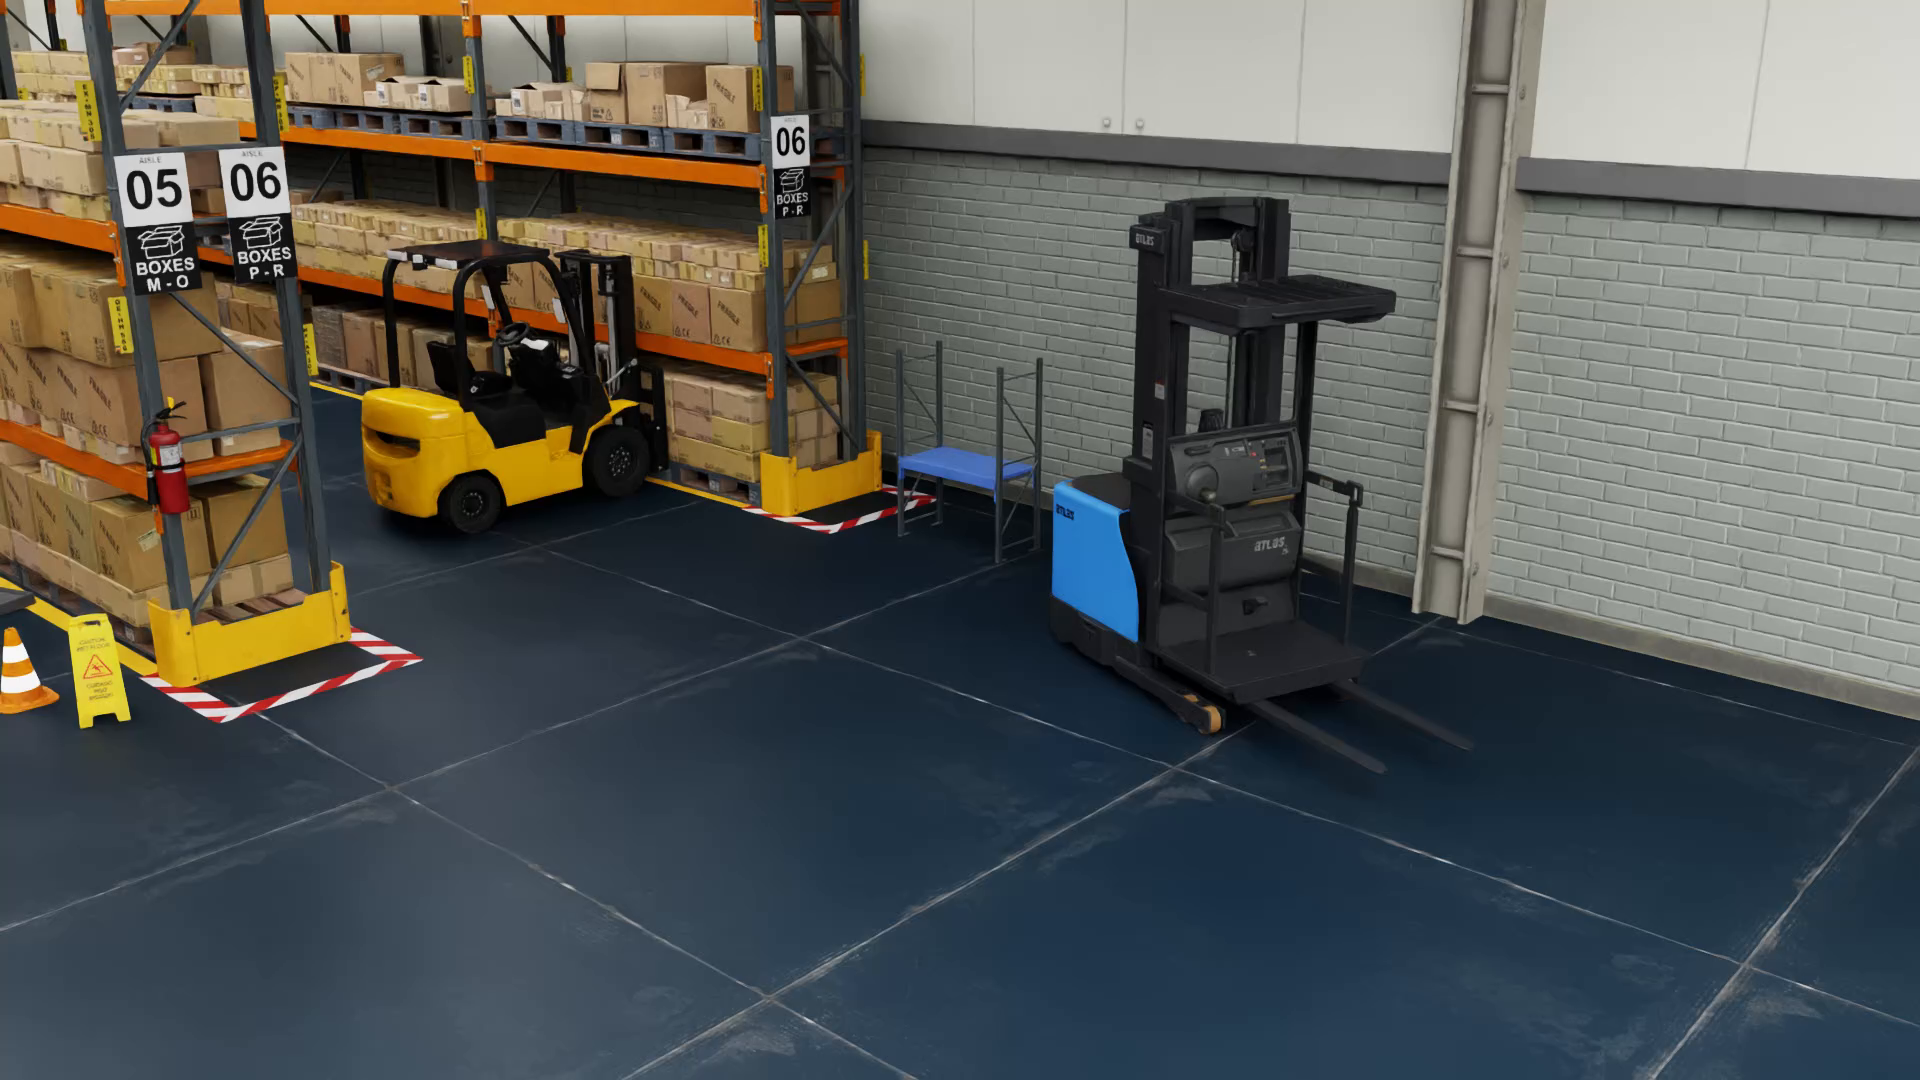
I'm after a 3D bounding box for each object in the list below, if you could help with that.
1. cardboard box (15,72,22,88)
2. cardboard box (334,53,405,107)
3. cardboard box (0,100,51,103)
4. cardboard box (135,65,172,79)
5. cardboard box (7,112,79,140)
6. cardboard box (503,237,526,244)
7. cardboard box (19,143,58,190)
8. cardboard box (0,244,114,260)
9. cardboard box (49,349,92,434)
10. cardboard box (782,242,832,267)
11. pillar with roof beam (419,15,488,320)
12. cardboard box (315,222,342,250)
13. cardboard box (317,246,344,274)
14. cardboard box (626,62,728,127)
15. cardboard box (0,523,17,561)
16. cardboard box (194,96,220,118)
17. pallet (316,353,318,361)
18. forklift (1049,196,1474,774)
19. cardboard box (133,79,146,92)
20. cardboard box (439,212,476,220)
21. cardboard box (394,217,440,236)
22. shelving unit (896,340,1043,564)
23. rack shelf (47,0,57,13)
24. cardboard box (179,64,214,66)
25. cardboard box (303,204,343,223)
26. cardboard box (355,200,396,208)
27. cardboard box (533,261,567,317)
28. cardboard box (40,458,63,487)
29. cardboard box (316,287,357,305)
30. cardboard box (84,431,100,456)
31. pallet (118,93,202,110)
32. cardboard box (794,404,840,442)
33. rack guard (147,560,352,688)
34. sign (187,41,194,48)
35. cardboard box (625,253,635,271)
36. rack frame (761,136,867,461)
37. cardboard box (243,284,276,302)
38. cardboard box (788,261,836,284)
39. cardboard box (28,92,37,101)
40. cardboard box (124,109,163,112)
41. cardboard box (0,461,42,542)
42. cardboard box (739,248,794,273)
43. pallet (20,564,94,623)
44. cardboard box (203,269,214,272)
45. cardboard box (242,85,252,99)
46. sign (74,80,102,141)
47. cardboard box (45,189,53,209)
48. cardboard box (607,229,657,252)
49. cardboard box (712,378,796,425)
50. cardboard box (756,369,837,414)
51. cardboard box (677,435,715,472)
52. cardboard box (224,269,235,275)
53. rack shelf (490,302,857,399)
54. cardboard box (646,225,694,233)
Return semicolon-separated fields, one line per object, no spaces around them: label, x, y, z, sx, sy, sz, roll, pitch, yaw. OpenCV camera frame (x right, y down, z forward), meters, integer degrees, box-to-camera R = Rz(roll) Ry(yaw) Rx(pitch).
cardboard box;-12.608;-6.251;22.647;0.500;0.250;0.500;16;23;40
cardboard box;-6.028;-4.713;17.021;0.500;0.500;0.500;16;23;41
cardboard box;-6.842;-3.107;12.082;0.250;0.149;0.380;14;23;38
cardboard box;-9.610;-5.593;19.881;0.250;0.149;0.380;15;23;38
cardboard box;-5.809;-2.634;10.589;0.250;0.149;0.380;14;22;38
cardboard box;-4.114;-2.823;15.811;0.250;0.149;0.380;15;23;38
cardboard box;-5.406;-2.309;10.226;0.500;0.250;0.500;15;23;39
cardboard box;-6.109;-1.696;11.188;0.500;0.500;0.700;15;23;39
cardboard box;-5.438;-1.001;10.649;0.500;0.500;0.500;15;23;39
cardboard box;-1.295;-2.401;13.990;0.250;0.149;0.380;14;23;38
pillar with roof beam;-8.453;-5.221;14.686;0.400;9.000;9.100;15;23;39
cardboard box;-6.626;-3.315;18.019;0.500;0.250;0.500;16;24;41
cardboard box;-6.627;-3.075;18.090;0.500;0.250;0.500;14;23;38
cardboard box;-2.378;-3.774;14.061;0.500;0.500;0.700;15;23;40
cardboard box;-6.801;-0.072;12.230;0.500;0.250;0.500;17;24;42
cardboard box;-8.465;-5.001;19.199;0.500;0.250;0.500;15;23;39
pallet;-7.703;-2.222;19.765;1.213;0.211;1.003;15;23;39
forklift;1.735;-0.432;9.629;1.130;2.935;3.031;-9;20;-27
cardboard box;-9.644;-5.445;19.908;0.250;0.149;0.380;15;23;40
cardboard box;-5.216;-3.334;17.420;0.250;0.149;0.380;15;23;39
cardboard box;-5.556;-3.215;17.046;0.250;0.149;0.380;15;23;40
shelving unit;0.064;-0.698;12.831;1.048;1.500;0.538;15;23;39
rack shelf;-11.657;-7.113;21.842;4.000;0.370;1.077;15;23;39
cardboard box;-9.270;-5.713;20.259;0.250;0.149;0.380;16;24;41
cardboard box;-6.926;-3.566;18.152;0.250;0.149;0.380;16;23;40
cardboard box;-6.522;-3.703;18.584;0.250;0.149;0.380;16;23;41
cardboard box;-3.618;-2.389;15.514;0.500;0.500;0.500;16;23;40
cardboard box;-5.951;-0.484;11.217;0.250;0.149;0.380;16;24;42
cardboard box;-7.352;-2.886;19.613;0.250;0.149;0.380;17;24;42
cardboard box;-5.340;-0.652;10.623;0.250;0.149;0.380;15;23;38
pallet;-9.720;-5.390;20.487;1.003;0.211;1.213;15;23;39
cardboard box;-1.399;-1.056;14.505;0.500;0.250;0.500;16;23;40
rack guard;-4.534;0.513;10.668;0.348;0.500;1.175;15;23;39
sign;-9.795;-6.186;21.181;0.005;0.325;0.100;15;23;39
cardboard box;-2.734;-2.472;14.706;0.250;0.149;0.380;15;23;39
rack frame;-1.186;-1.787;13.783;0.127;3.000;1.000;15;23;39
cardboard box;-8.266;-2.927;19.741;0.250;0.149;0.380;16;24;41
cardboard box;-1.267;-2.270;14.069;0.250;0.149;0.380;14;23;38
cardboard box;-12.356;-5.966;22.409;0.250;0.149;0.380;15;23;39
cardboard box;-5.482;-2.748;10.950;0.250;0.149;0.380;16;24;41
cardboard box;-6.412;-0.324;11.786;0.500;0.500;0.500;17;24;42
cardboard box;-1.593;-2.310;13.701;0.250;0.149;0.380;15;23;39
pallet;-6.027;0.235;12.023;1.213;0.211;1.003;15;23;39
cardboard box;-9.611;-3.295;20.901;0.250;0.149;0.380;14;22;36
cardboard box;-7.775;-5.015;18.584;0.250;0.149;0.380;14;23;38
sign;-4.861;-2.393;9.271;0.005;0.325;0.100;15;23;39
cardboard box;-5.459;-2.151;10.387;0.250;0.149;0.380;15;23;40
cardboard box;-2.922;-2.671;14.839;0.250;0.149;0.380;15;23;39
cardboard box;-1.737;-1.175;14.053;0.500;0.250;0.500;16;24;41
cardboard box;-1.420;-1.292;14.423;0.500;0.250;0.500;15;23;38
cardboard box;-2.112;-0.801;14.529;0.500;0.250;0.500;15;23;39
cardboard box;-9.097;-3.362;21.111;0.250;0.149;0.380;14;22;37
rack shelf;-2.682;-1.845;15.157;4.000;0.370;1.077;15;23;39
cardboard box;-2.633;-2.770;15.153;0.250;0.149;0.380;16;24;41
